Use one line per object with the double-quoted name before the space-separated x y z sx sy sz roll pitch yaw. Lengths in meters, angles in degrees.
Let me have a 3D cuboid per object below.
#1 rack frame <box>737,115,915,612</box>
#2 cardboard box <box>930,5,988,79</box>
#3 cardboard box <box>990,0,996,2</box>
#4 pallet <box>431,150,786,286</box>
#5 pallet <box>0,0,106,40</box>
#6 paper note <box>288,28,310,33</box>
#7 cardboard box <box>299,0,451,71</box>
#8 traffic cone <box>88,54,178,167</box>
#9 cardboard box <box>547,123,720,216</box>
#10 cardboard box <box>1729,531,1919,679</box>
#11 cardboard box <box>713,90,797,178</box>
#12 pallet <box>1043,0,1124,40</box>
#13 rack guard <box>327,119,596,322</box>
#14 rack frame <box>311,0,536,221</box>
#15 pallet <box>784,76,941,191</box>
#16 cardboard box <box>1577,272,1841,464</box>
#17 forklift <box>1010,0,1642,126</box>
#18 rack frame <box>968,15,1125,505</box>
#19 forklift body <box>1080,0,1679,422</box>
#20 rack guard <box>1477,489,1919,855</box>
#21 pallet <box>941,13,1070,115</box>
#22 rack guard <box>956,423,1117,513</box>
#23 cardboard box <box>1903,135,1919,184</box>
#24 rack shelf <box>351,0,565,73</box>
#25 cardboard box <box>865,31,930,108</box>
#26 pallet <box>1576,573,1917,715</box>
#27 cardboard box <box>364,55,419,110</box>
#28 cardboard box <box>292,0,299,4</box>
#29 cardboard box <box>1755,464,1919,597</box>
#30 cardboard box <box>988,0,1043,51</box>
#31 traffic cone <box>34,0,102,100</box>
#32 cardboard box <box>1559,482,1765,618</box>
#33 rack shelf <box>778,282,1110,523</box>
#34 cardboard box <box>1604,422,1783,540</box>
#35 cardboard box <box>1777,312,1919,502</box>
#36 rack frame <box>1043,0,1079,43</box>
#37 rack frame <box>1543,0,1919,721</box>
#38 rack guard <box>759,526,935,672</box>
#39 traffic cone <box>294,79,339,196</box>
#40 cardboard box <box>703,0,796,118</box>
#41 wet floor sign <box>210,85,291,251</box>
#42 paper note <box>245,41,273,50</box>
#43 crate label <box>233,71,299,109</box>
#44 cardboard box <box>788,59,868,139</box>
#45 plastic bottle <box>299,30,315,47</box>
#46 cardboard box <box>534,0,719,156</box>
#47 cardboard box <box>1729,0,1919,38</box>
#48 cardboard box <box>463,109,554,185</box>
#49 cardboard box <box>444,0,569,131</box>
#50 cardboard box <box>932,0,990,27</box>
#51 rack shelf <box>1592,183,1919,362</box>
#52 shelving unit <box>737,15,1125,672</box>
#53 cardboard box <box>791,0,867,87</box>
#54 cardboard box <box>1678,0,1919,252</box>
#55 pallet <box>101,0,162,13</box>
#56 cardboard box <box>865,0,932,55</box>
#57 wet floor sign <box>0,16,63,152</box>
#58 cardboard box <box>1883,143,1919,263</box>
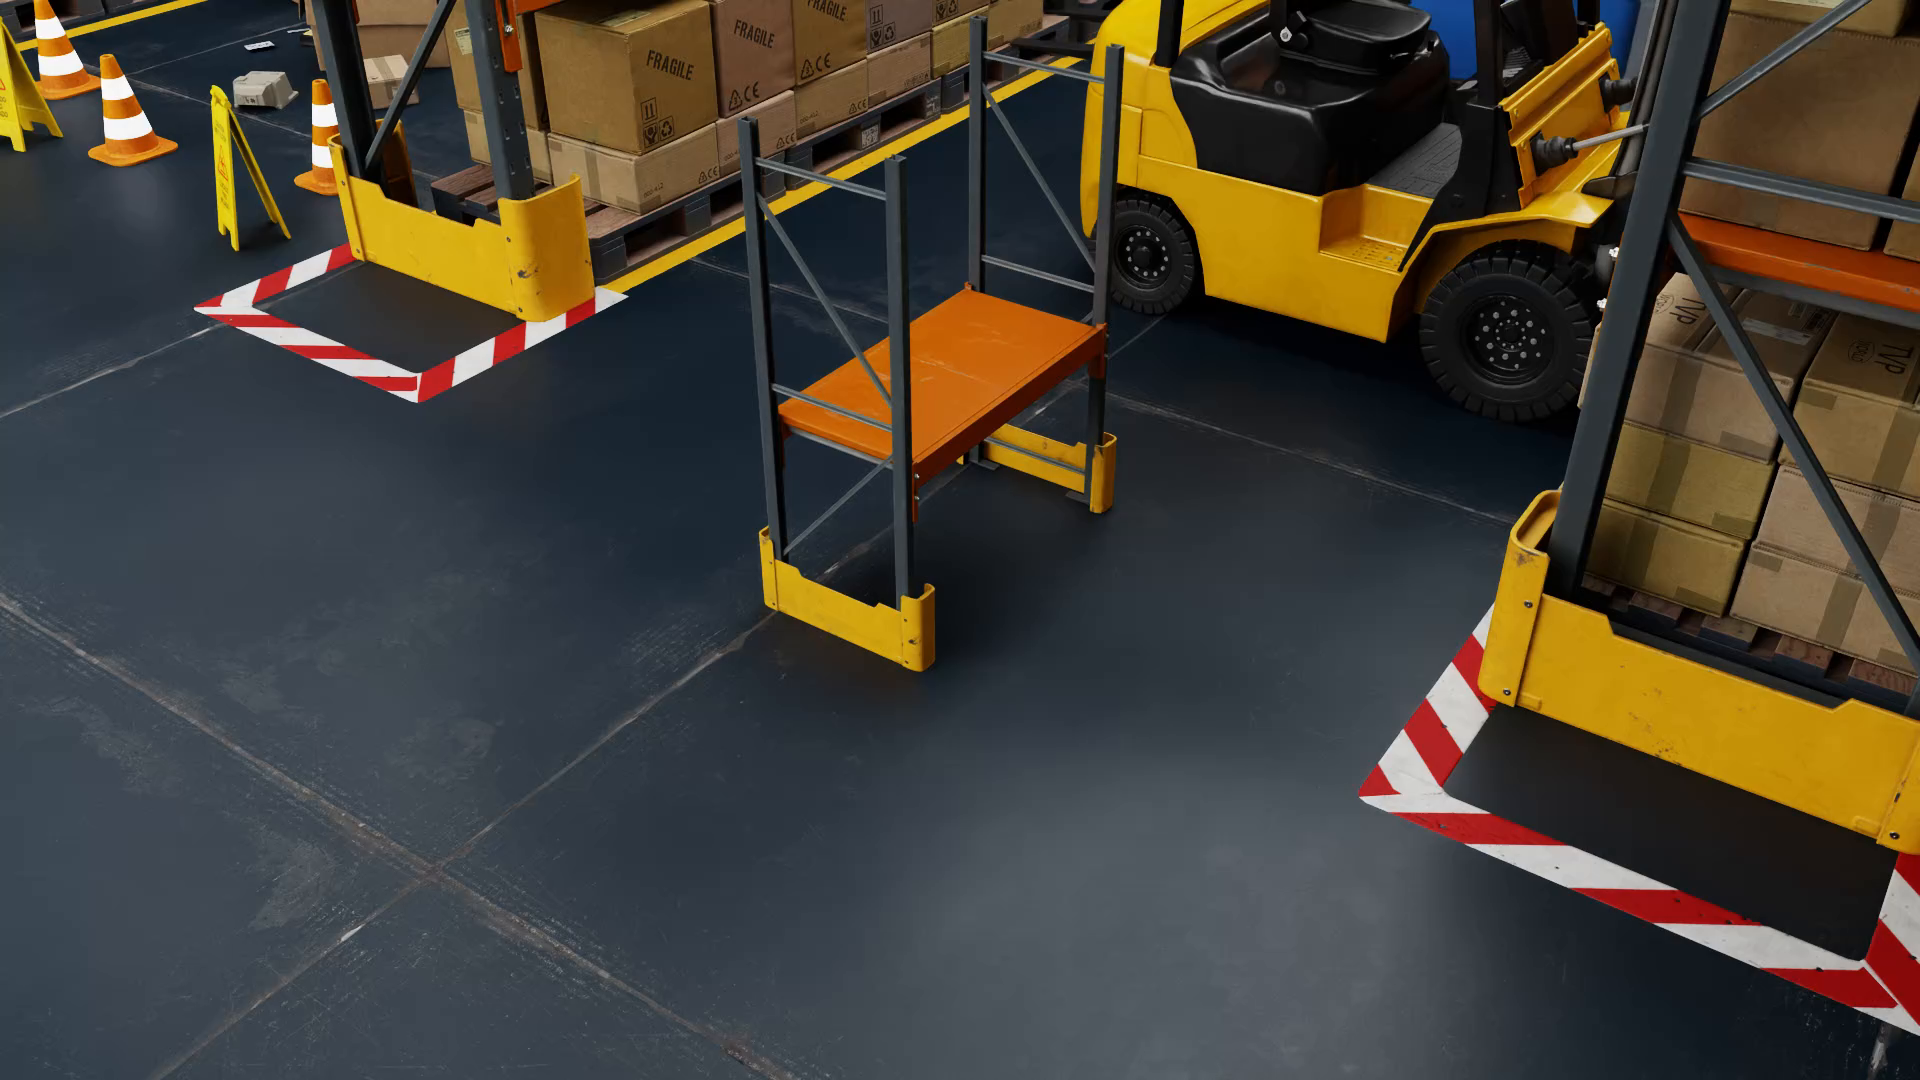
"rack frame" -0.338 -0.348 4.426 0.500 1.500 0.032 21 39 28
"cardboard box" -0.198 -2.580 8.468 0.500 0.250 0.500 20 39 27
"cardboard box" 0.097 -3.139 8.624 0.500 0.500 0.500 21 39 28
"pallet" -1.531 -1.553 7.358 1.003 0.211 1.213 21 39 28
"pallet" -5.799 -3.083 9.621 1.003 0.211 1.213 21 39 28
"paper note" -3.810 -2.937 9.584 0.123 0.001 0.032 -15 37 -21
"cardboard box" -3.145 -2.894 9.080 0.797 0.503 0.637 -3 34 -4
"traffic cone" -3.987 -2.068 7.895 0.336 0.463 0.334 21 39 28
"cardboard box" -1.380 -1.629 7.060 0.500 0.250 0.500 21 39 28
"cardboard box" 2.454 0.075 4.542 0.500 0.250 0.500 21 40 28
"cardboard box" -1.082 -1.861 7.404 0.500 0.250 0.500 23 40 30
"pallet" 0.657 -3.355 10.023 1.003 0.211 1.213 21 39 28
"rack guard" -2.023 -1.310 6.741 1.175 0.500 0.348 21 39 28
"rack frame" -2.067 -2.311 5.989 1.000 3.000 0.127 21 39 28
"pallet" -0.835 -2.112 8.185 1.003 0.211 1.213 21 39 28
"cardboard box" 2.019 -0.488 4.480 0.500 0.250 0.500 23 40 30
"forklift" 1.807 -3.561 7.900 3.031 2.935 1.130 9 35 14
"rack frame" 0.241 -0.816 5.118 0.500 1.500 0.032 21 39 28
"forklift body" 1.596 -1.831 6.037 2.313 2.155 1.214 21 39 28
"rack guard" 1.999 0.320 4.331 1.175 0.500 0.348 21 39 28
"pallet" -0.140 -2.676 9.019 1.003 0.211 1.213 21 39 28
"rack guard" 0.240 -0.298 5.467 0.587 0.250 0.087 21 39 28
"cardboard box" 2.381 -1.315 4.427 0.500 0.500 0.500 23 40 30
"rack shelf" -0.926 -2.933 7.552 1.077 0.370 4.000 21 39 28
"cardboard box" -0.491 -2.348 8.124 0.500 0.250 0.500 22 40 29
"pallet" 2.415 0.063 4.969 1.003 0.211 1.213 21 39 28
"cardboard box" -2.979 -2.378 8.633 0.250 0.149 0.380 -15 37 -21
"cardboard box" -3.952 -3.609 10.139 0.500 0.500 0.500 29 44 36
"cardboard box" 2.452 -0.119 4.382 0.500 0.250 0.500 22 40 29
"cardboard box" 0.098 -2.829 8.835 0.500 0.250 0.500 23 40 30
"traffic cone" -4.722 -2.585 8.660 0.336 0.463 0.334 21 39 28
"cardboard box" 2.021 -0.079 4.769 0.500 0.250 0.500 22 40 28
"rack shelf" -0.049 -0.433 4.873 0.538 0.185 1.000 21 39 28
"cardboard box" 2.034 -0.293 4.639 0.500 0.250 0.500 21 39 28
"cardboard box" 2.443 -0.337 4.257 0.500 0.250 0.500 21 39 28
"rack frame" 0.214 -4.152 8.711 1.000 3.000 0.127 21 39 28
"rack frame" 2.013 -0.727 3.647 1.000 3.000 0.127 21 39 28
"rack guard" -0.327 0.161 4.789 0.587 0.250 0.087 21 39 28
"traffic cone" -2.881 -1.870 7.602 0.336 0.463 0.334 21 39 28
"cardboard box" -1.072 -2.192 7.224 0.500 0.500 0.500 20 39 27
"wet floor sign" -3.054 -1.590 7.025 0.232 0.644 0.267 -22 40 -29
"paper note" -3.926 -2.775 9.327 0.142 0.017 0.144 -22 40 -29
"crate label" -3.590 -2.314 8.550 0.250 0.136 0.298 3 34 4
"cardboard box" -0.782 -2.116 7.781 0.500 0.250 0.500 24 41 31
"plastic bottle" -3.616 -2.878 9.451 0.133 0.061 0.283 8 35 12
"cardboard box" -1.367 -1.950 6.867 0.500 0.500 0.500 20 39 27
"cardboard box" 1.981 -1.286 3.806 0.380 0.149 0.250 22 40 29
"cardboard box" -1.813 -1.815 7.335 0.500 0.250 0.500 21 39 28
"cardboard box" -1.824 -2.108 7.100 0.500 0.500 0.500 22 40 28
"cardboard box" -0.191 -2.904 8.277 0.500 0.500 0.500 22 40 29
"rack shelf" 3.153 -1.349 5.210 1.077 0.370 4.000 21 39 28
"shelving unit" -0.043 -0.586 4.778 0.587 1.500 1.083 21 39 28
"cardboard box" -0.779 -2.421 7.562 0.500 0.500 0.500 22 40 29
"cardboard box" 2.078 -1.079 4.078 0.500 0.500 0.500 20 39 27
"pallet" -5.103 -3.642 10.447 1.003 0.211 1.213 21 39 28
"cardboard box" -0.481 -2.669 7.930 0.500 0.500 0.500 24 41 31
"wet floor sign" -4.581 -2.224 7.963 0.267 0.644 0.232 14 37 20
"cardboard box" 2.524 -0.908 3.825 0.500 0.500 0.500 23 40 30
